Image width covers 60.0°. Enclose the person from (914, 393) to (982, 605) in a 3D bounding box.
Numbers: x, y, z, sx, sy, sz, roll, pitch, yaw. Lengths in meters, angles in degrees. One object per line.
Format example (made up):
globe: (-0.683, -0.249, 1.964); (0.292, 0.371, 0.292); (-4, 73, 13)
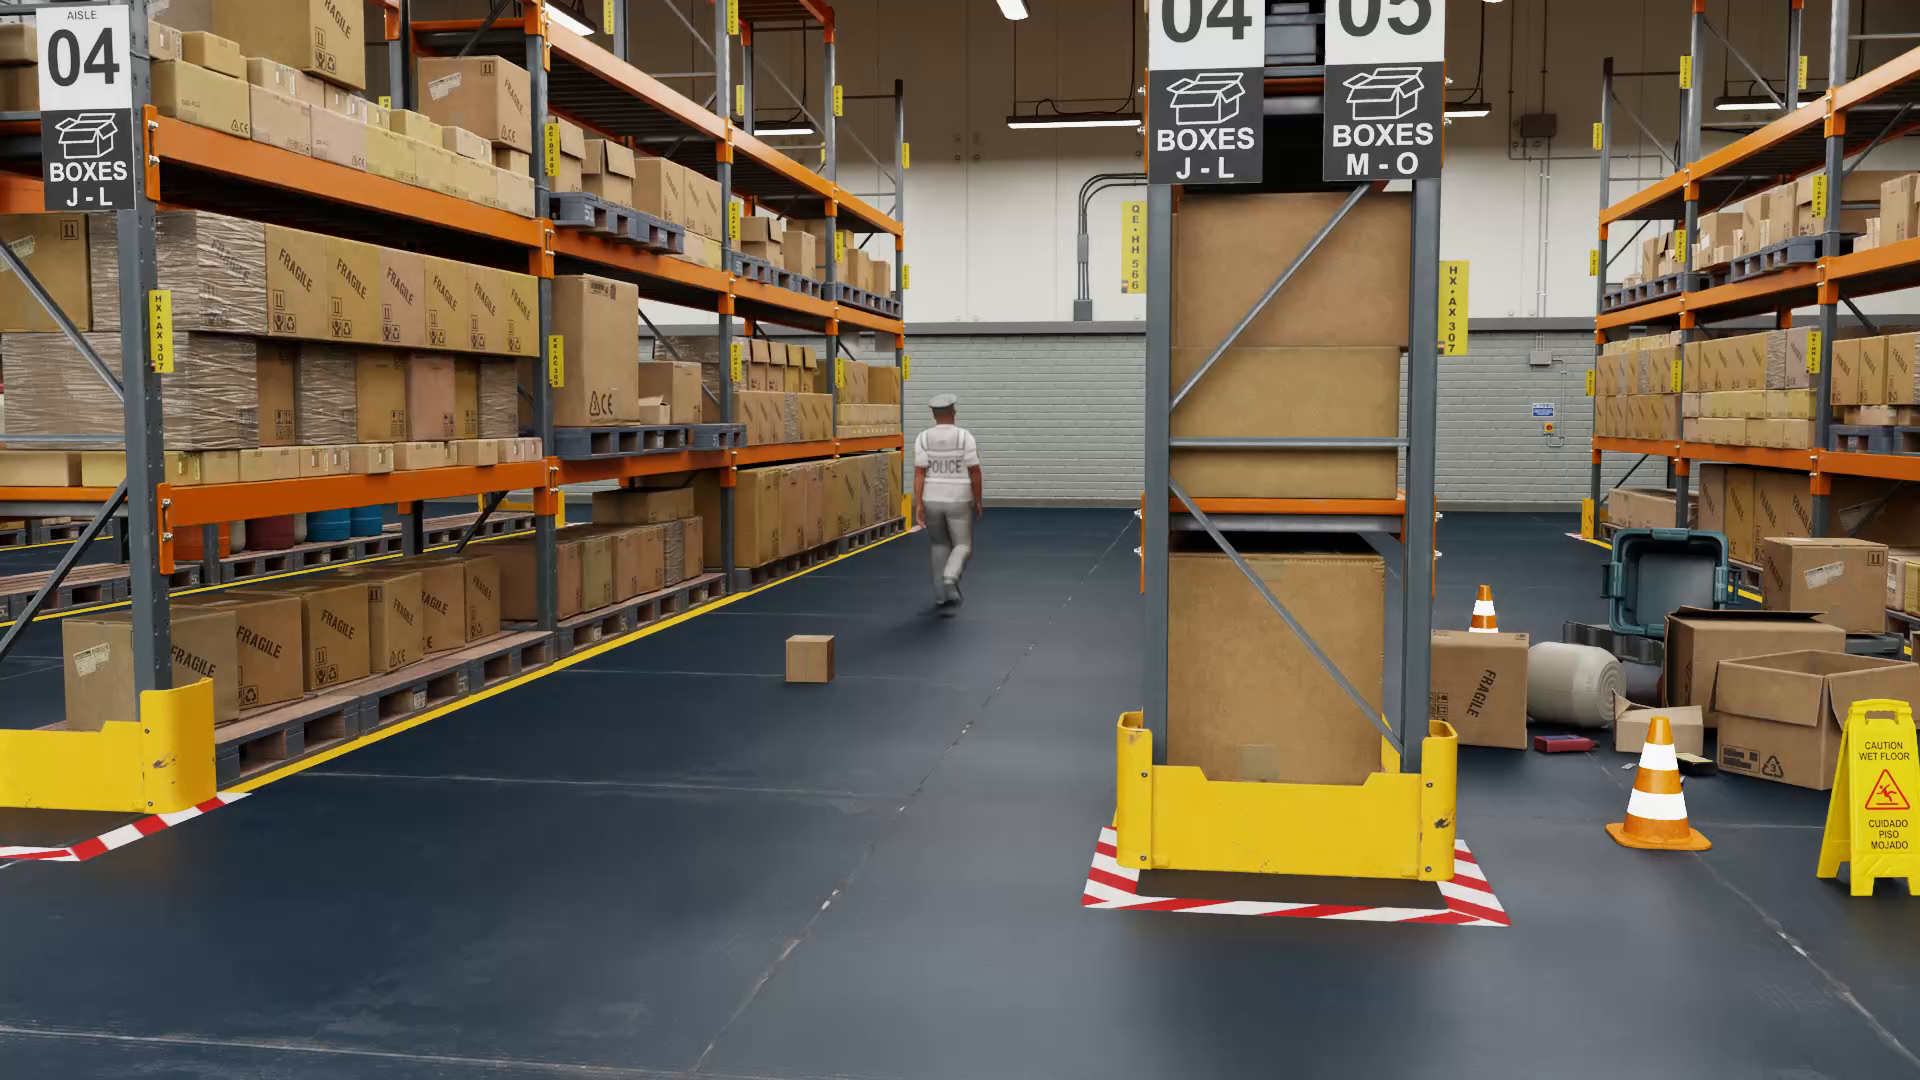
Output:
person: (-0.095, -0.326, 13.554); (0.540, 1.738, 0.889); (1, 5, 14)
